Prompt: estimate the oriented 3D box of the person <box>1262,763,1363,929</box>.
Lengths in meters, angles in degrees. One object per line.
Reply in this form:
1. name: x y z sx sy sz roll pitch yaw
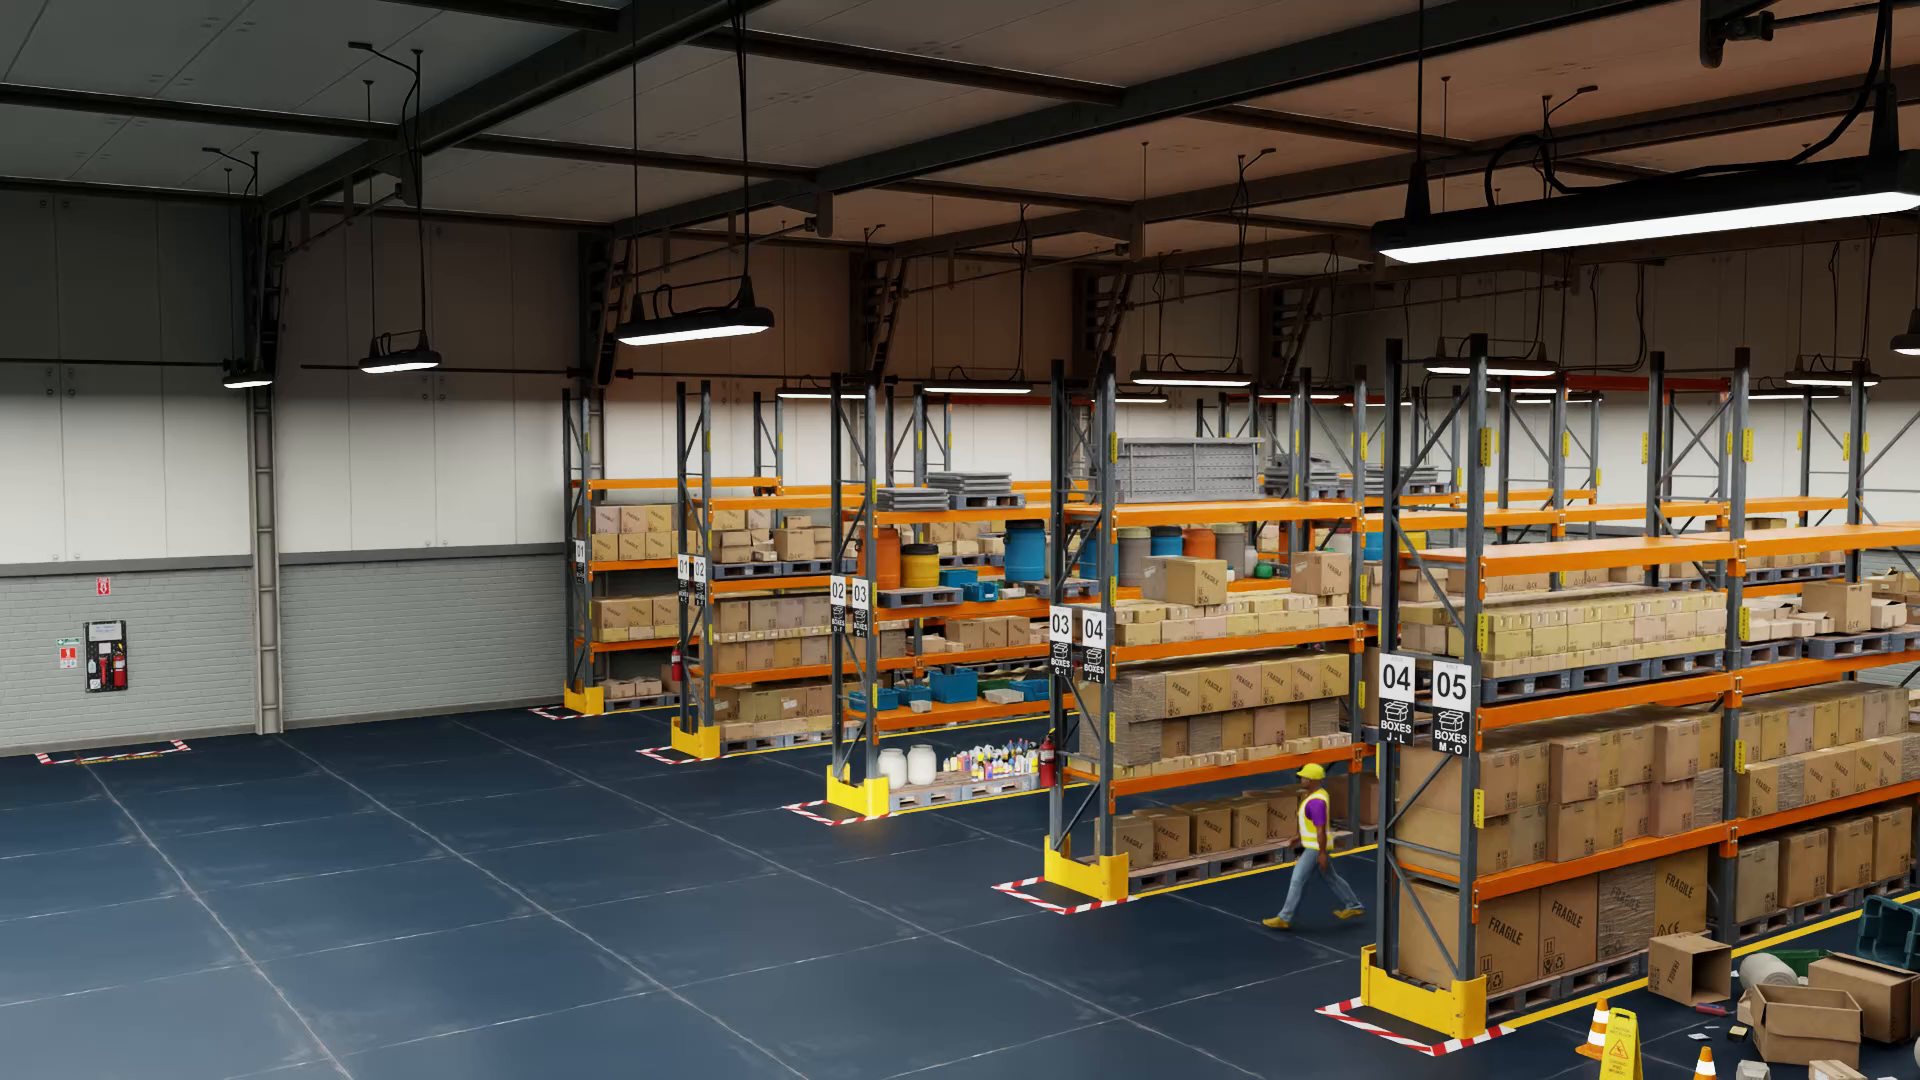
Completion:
1. person: 3.688 3.179 17.370 1.116 1.709 0.658 0 4 -2
